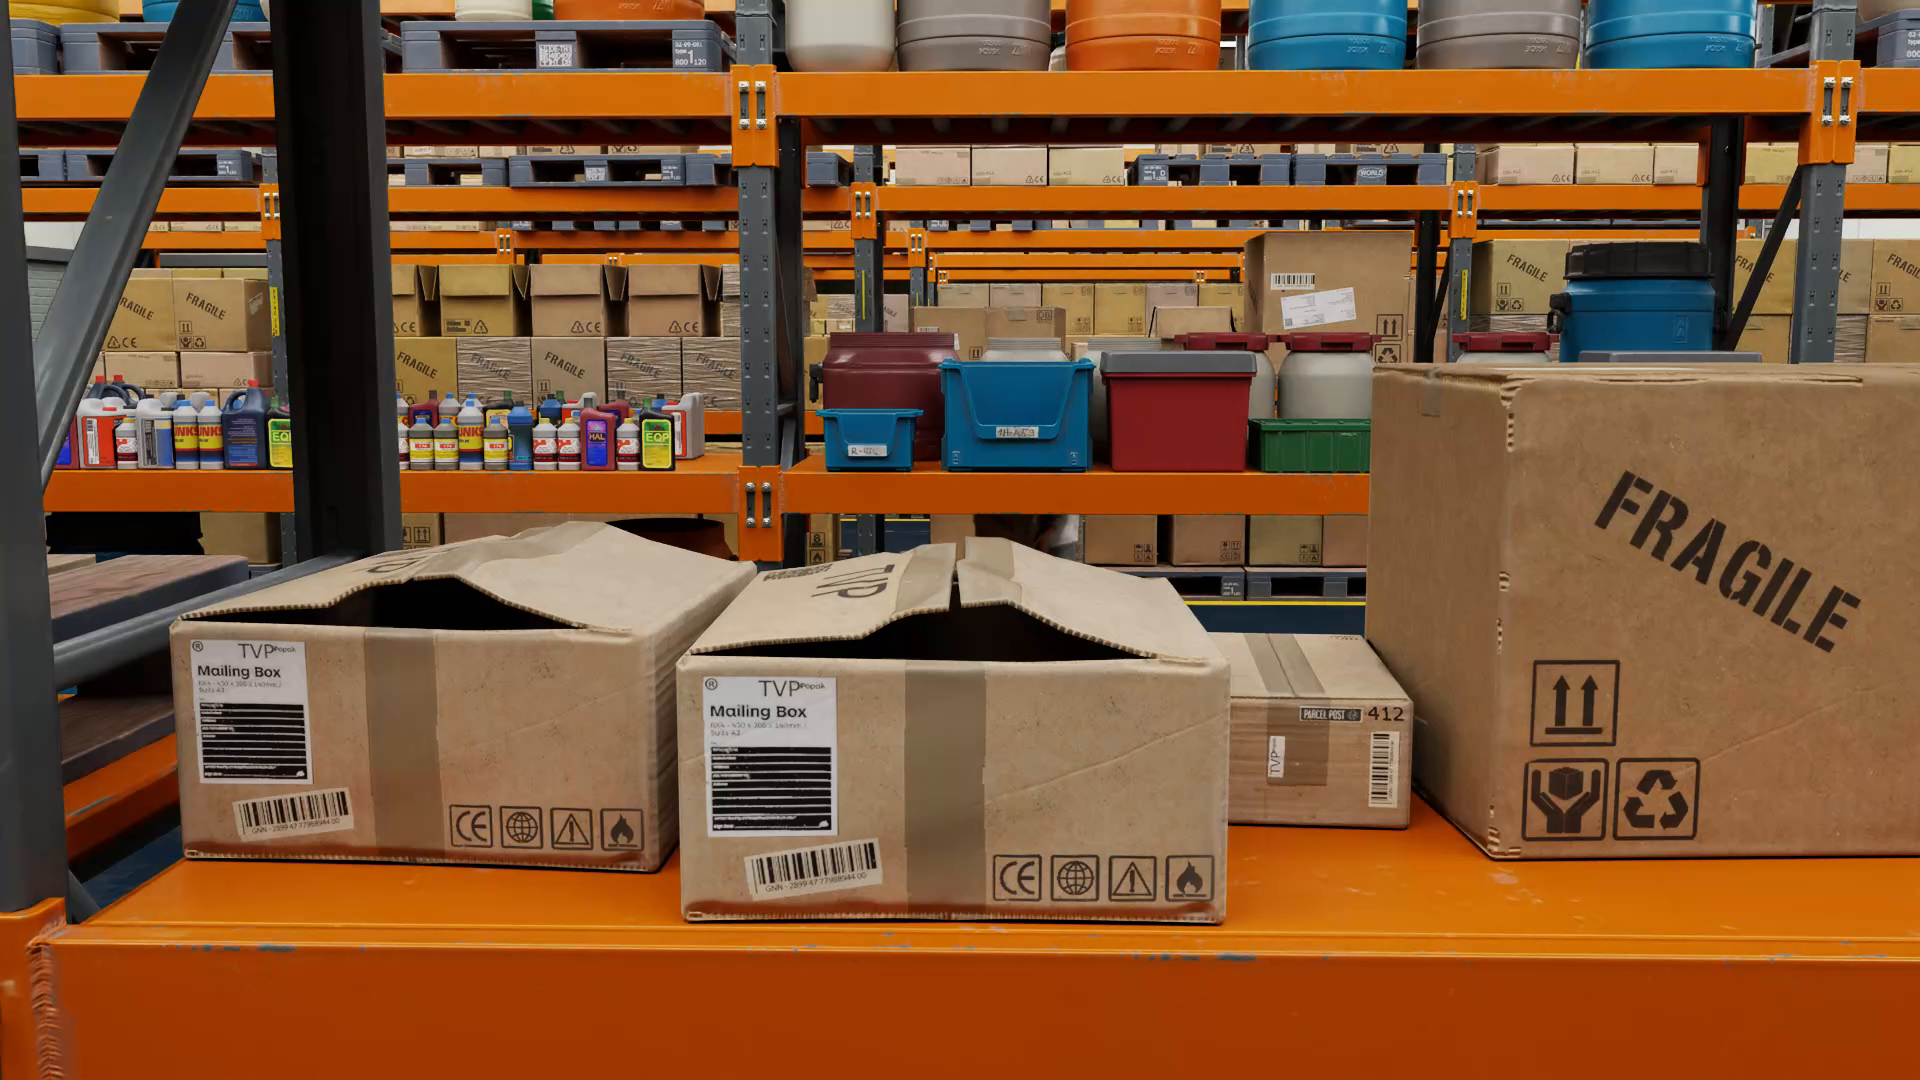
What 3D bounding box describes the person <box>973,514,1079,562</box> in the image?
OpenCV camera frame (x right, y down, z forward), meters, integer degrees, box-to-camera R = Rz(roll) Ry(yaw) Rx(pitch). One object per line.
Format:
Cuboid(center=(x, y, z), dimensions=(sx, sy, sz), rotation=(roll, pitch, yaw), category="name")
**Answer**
Cuboid(center=(0.304, 0.034, 7.427), dimensions=(0.494, 1.762, 0.560), rotation=(3, 8, 20), category="person")
